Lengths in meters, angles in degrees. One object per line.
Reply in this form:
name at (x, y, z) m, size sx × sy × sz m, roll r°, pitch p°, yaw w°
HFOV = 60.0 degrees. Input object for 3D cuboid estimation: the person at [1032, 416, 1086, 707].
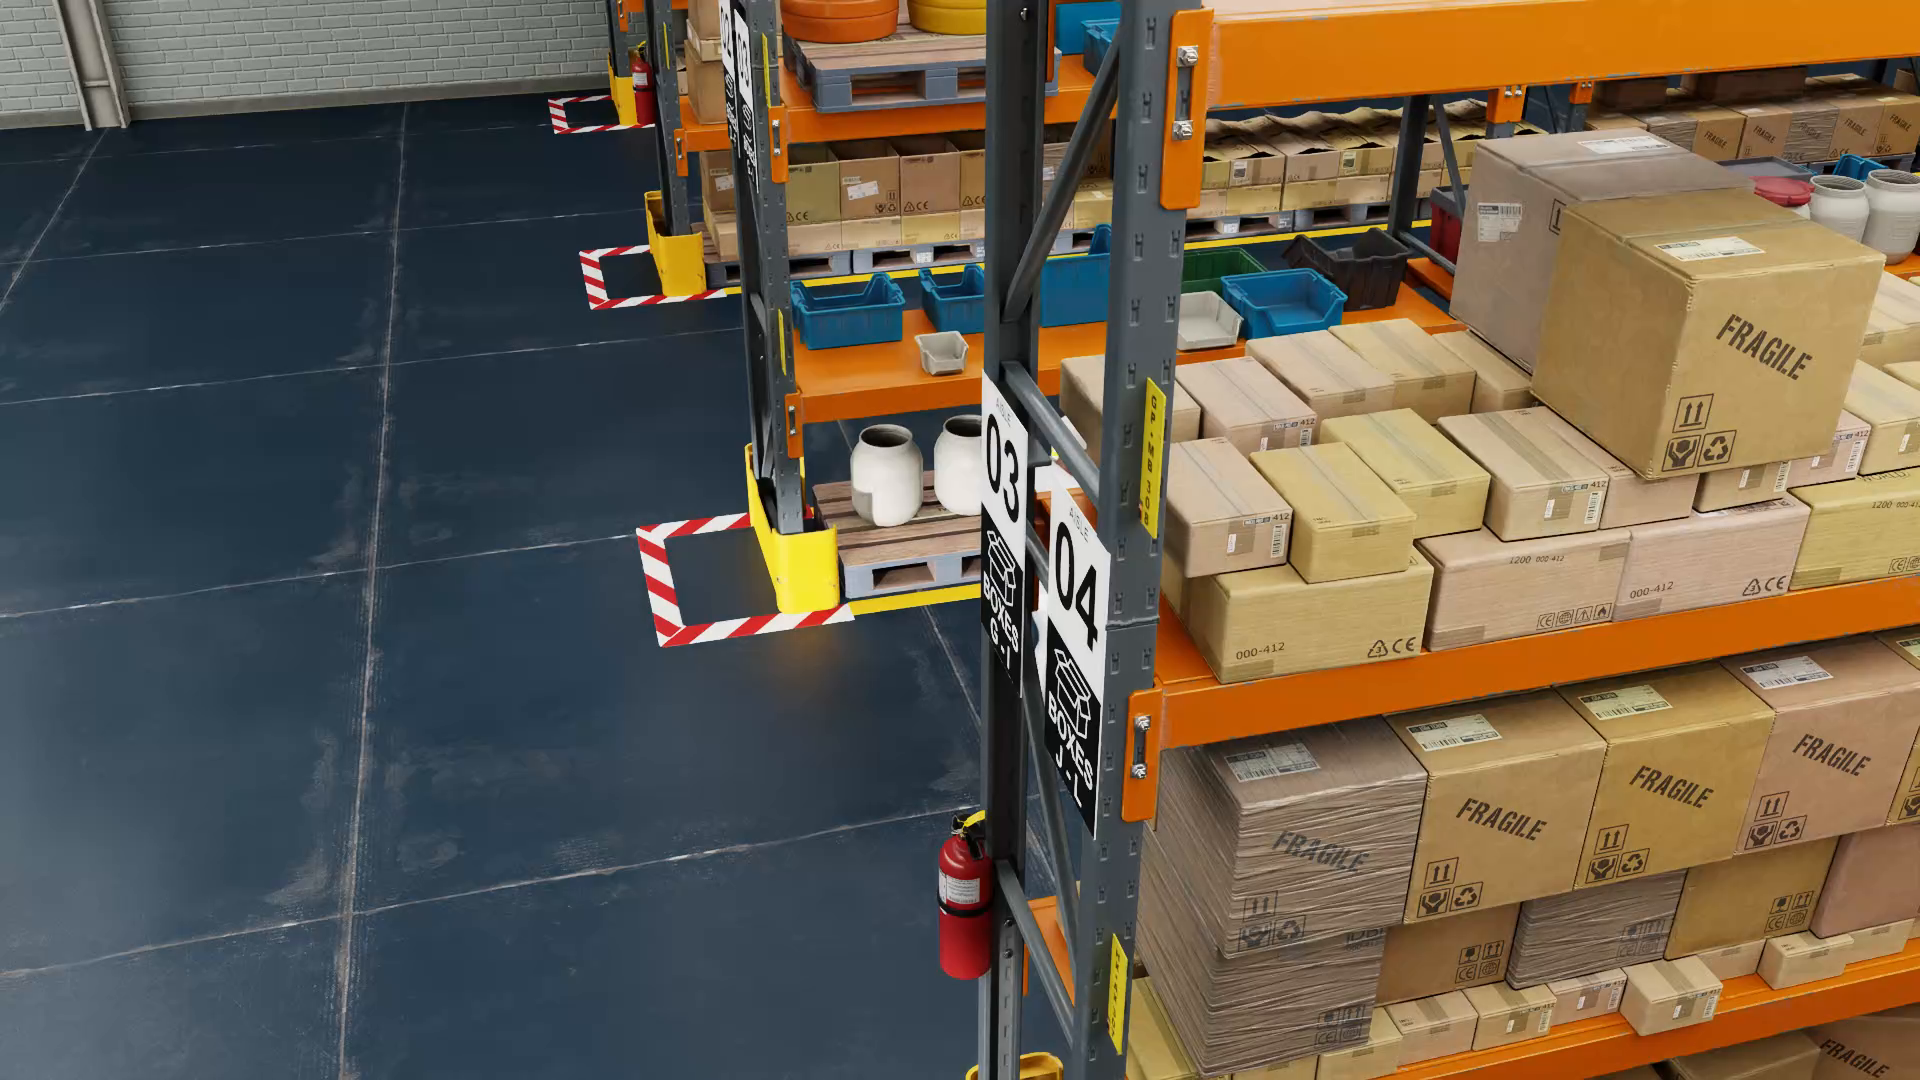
person at (0.487, 0.214, 7.852) m, size 0.454 × 1.761 × 0.636 m, roll -9°, pitch 31°, yaw -16°
